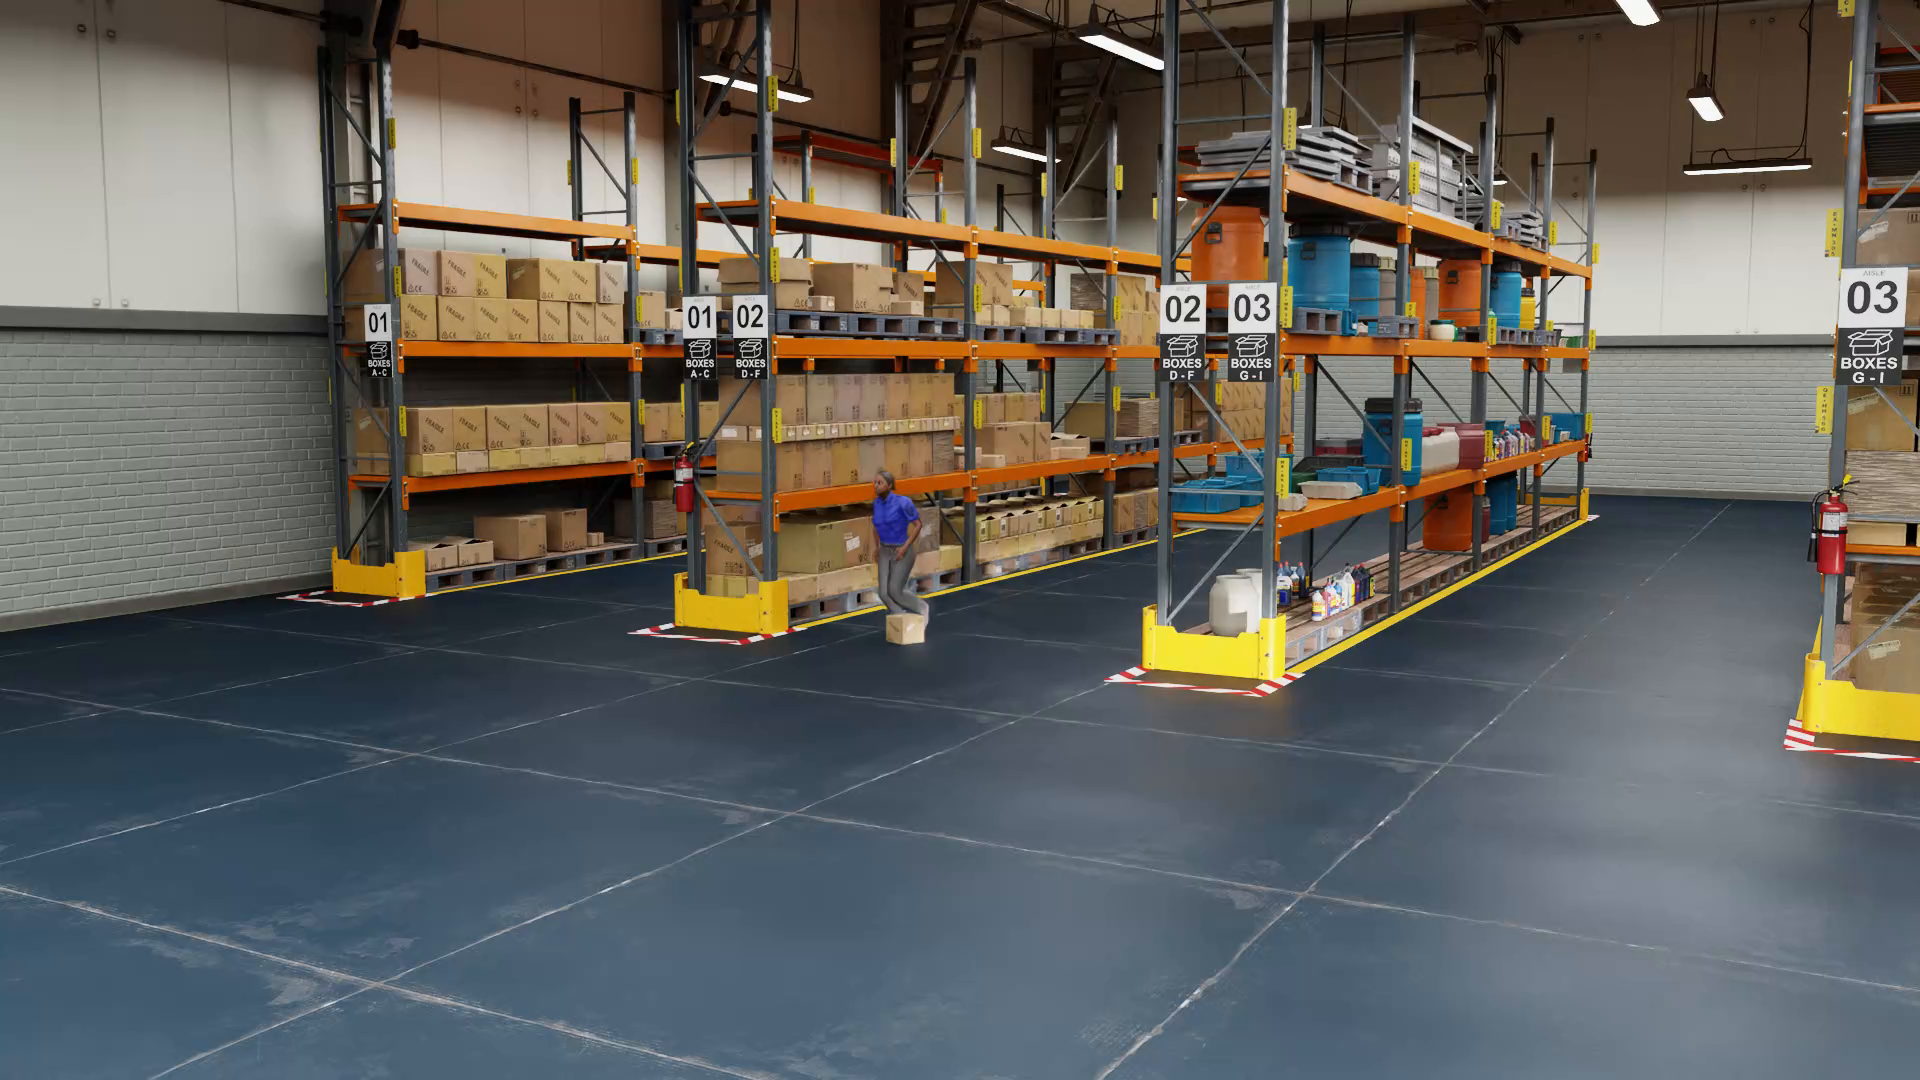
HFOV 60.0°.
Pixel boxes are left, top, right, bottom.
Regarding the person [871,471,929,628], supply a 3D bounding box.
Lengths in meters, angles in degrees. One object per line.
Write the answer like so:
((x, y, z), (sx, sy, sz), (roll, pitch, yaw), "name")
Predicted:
((-0.586, 0.126, 15.555), (0.584, 1.565, 0.564), (5, 8, 38), "person")
